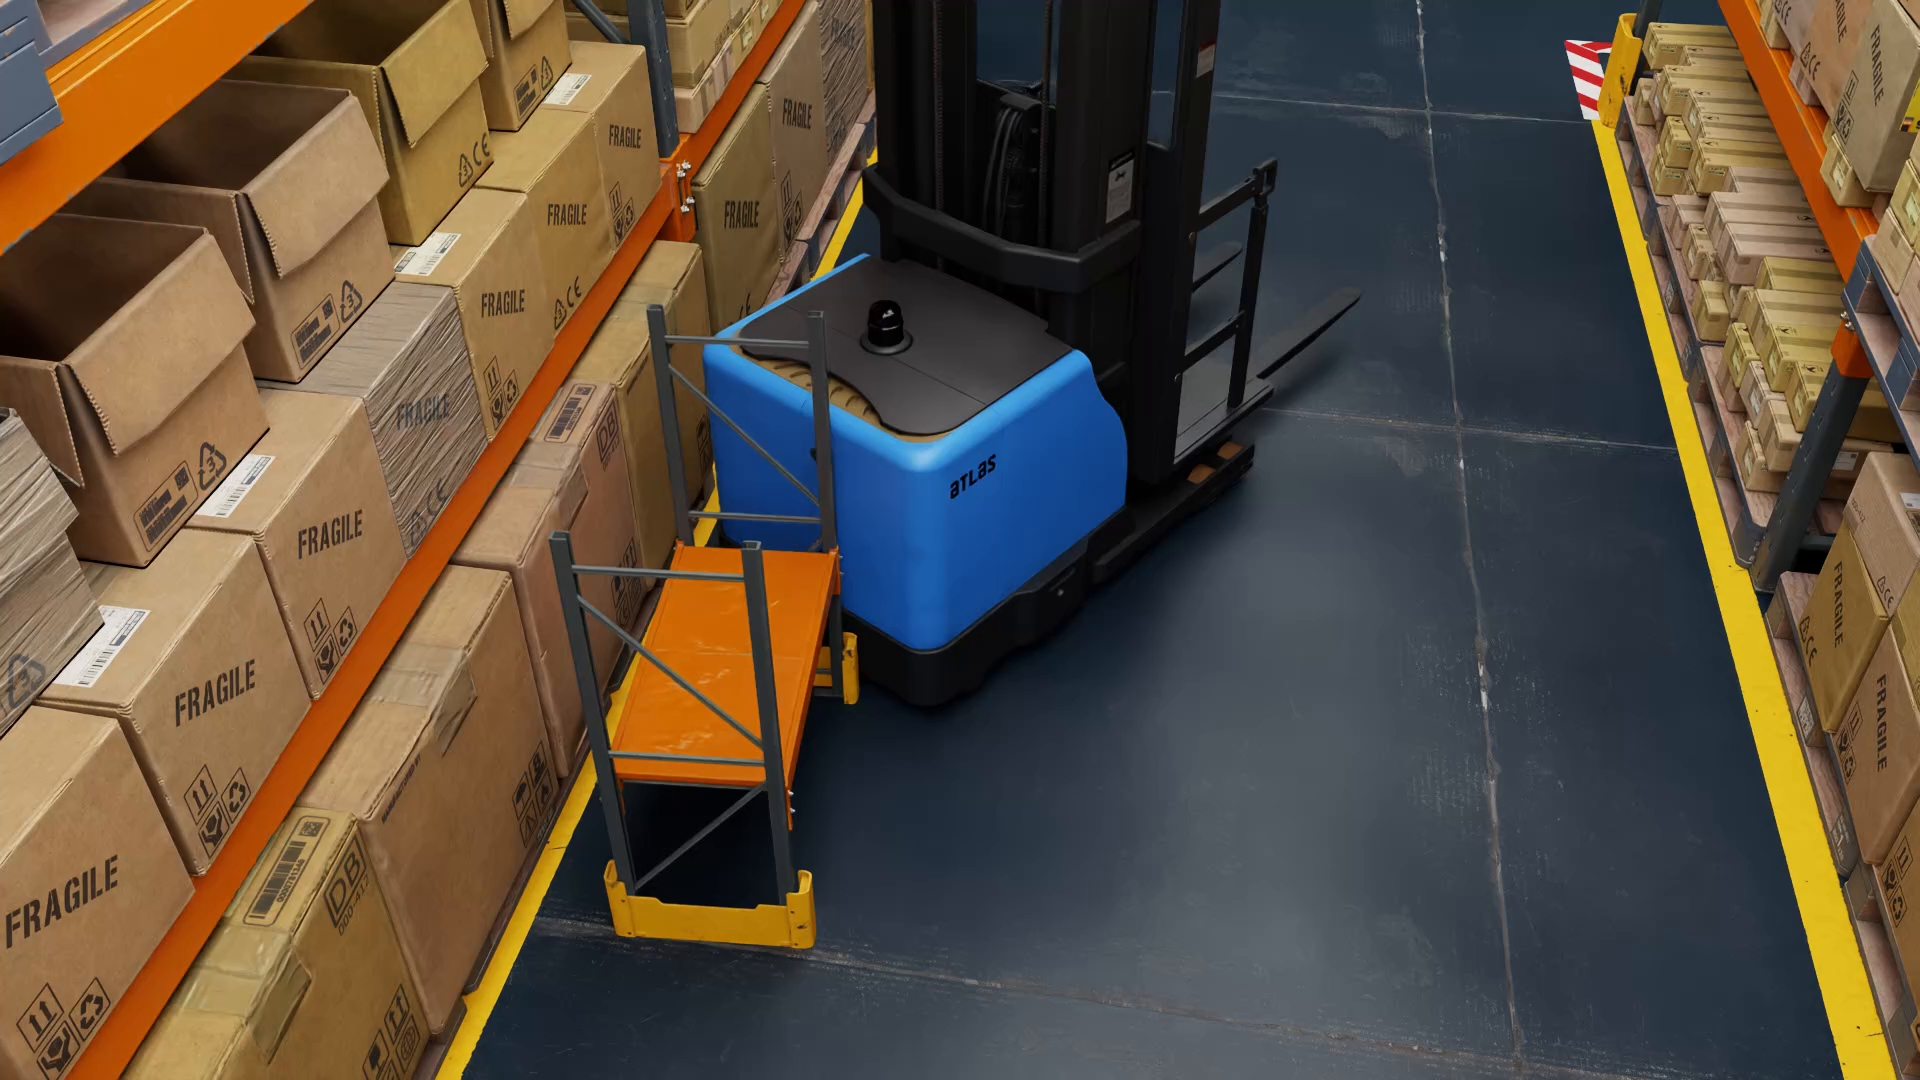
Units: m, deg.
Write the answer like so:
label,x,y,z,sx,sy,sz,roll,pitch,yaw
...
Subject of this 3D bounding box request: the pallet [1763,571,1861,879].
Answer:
label,x,y,z,sx,sy,sz,roll,pitch,yaw
pallet,3.244,0.616,5.339,1.003,0.211,1.213,6,40,8

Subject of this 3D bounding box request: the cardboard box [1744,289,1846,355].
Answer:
label,x,y,z,sx,sy,sz,roll,pitch,yaw
cardboard box,3.224,-0.813,6.321,0.380,0.149,0.250,6,40,7

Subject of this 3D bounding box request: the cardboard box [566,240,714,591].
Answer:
label,x,y,z,sx,sy,sz,roll,pitch,yaw
cardboard box,-1.581,-0.497,5.835,1.225,0.875,0.875,7,40,8

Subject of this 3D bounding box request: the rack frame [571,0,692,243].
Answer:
label,x,y,z,sx,sy,sz,roll,pitch,yaw
rack frame,-1.490,-1.558,5.780,1.000,3.000,0.127,6,40,8

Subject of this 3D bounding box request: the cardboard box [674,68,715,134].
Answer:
label,x,y,z,sx,sy,sz,roll,pitch,yaw
cardboard box,-1.111,-1.610,6.040,0.380,0.149,0.250,6,40,8

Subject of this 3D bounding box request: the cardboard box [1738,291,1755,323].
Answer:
label,x,y,z,sx,sy,sz,roll,pitch,yaw
cardboard box,3.322,-0.846,6.593,0.380,0.149,0.250,7,40,8

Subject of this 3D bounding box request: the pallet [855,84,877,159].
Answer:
label,x,y,z,sx,sy,sz,roll,pitch,yaw
pallet,-0.859,-2.483,9.087,1.003,0.211,1.213,6,40,8

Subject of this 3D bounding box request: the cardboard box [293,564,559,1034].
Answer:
label,x,y,z,sx,sy,sz,roll,pitch,yaw
cardboard box,-1.881,0.620,4.484,1.225,0.875,0.875,7,40,8

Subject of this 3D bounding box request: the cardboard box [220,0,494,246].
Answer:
label,x,y,z,sx,sy,sz,roll,pitch,yaw
cardboard box,-1.723,-1.152,4.423,0.797,0.503,0.637,7,40,8

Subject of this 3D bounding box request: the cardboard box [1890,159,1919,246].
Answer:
label,x,y,z,sx,sy,sz,roll,pitch,yaw
cardboard box,2.856,-0.930,4.656,0.380,0.149,0.250,7,40,8

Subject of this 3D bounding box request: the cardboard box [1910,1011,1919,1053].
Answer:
label,x,y,z,sx,sy,sz,roll,pitch,yaw
cardboard box,2.711,1.264,4.000,0.500,0.500,0.500,5,40,6

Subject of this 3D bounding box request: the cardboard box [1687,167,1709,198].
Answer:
label,x,y,z,sx,sy,sz,roll,pitch,yaw
cardboard box,3.564,-1.680,7.602,0.380,0.149,0.250,5,40,6

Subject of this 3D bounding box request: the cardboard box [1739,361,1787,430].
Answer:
label,x,y,z,sx,sy,sz,roll,pitch,yaw
cardboard box,3.153,-0.529,6.210,0.380,0.149,0.250,5,40,6

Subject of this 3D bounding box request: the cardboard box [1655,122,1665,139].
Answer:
label,x,y,z,sx,sy,sz,roll,pitch,yaw
cardboard box,3.699,-2.054,8.288,0.380,0.149,0.250,6,40,7

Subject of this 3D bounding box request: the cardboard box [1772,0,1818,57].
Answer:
label,x,y,z,sx,sy,sz,roll,pitch,yaw
cardboard box,3.361,-2.073,6.091,0.500,0.500,0.500,6,40,7

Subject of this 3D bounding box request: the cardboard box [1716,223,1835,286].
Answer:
label,x,y,z,sx,sy,sz,roll,pitch,yaw
cardboard box,3.301,-1.148,6.725,0.380,0.149,0.250,5,40,6

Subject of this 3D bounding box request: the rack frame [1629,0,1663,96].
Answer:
label,x,y,z,sx,sy,sz,roll,pitch,yaw
rack frame,4.070,-3.458,8.078,1.000,3.000,0.127,6,40,8

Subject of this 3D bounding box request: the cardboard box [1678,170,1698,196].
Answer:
label,x,y,z,sx,sy,sz,roll,pitch,yaw
cardboard box,3.560,-1.578,7.713,0.380,0.149,0.250,6,40,8

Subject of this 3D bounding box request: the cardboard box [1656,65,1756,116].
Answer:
label,x,y,z,sx,sy,sz,roll,pitch,yaw
cardboard box,3.545,-2.128,7.911,0.380,0.149,0.250,6,40,8

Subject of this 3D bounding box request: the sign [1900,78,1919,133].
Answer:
label,x,y,z,sx,sy,sz,roll,pitch,yaw
sign,2.842,-1.336,4.832,0.100,0.325,0.005,6,40,8

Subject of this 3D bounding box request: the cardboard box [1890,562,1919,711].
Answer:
label,x,y,z,sx,sy,sz,roll,pitch,yaw
cardboard box,2.900,0.334,4.535,0.500,0.250,0.500,7,40,9

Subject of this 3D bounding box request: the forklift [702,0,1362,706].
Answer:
label,x,y,z,sx,sy,sz,roll,pitch,yaw
forklift,0.498,-1.446,5.699,1.130,2.935,3.031,29,48,30

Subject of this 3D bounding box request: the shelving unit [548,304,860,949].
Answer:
label,x,y,z,sx,sy,sz,roll,pitch,yaw
shelving unit,-0.674,0.250,4.771,0.587,1.500,1.083,3,40,4

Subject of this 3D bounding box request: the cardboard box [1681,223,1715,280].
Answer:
label,x,y,z,sx,sy,sz,roll,pitch,yaw
cardboard box,3.409,-1.255,7.322,0.380,0.149,0.250,6,40,8

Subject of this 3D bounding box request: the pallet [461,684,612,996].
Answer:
label,x,y,z,sx,sy,sz,roll,pitch,yaw
pallet,-1.758,0.778,5.144,1.003,0.211,1.213,6,40,8

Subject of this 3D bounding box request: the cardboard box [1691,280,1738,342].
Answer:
label,x,y,z,sx,sy,sz,roll,pitch,yaw
cardboard box,3.289,-0.944,6.945,0.380,0.149,0.250,6,40,8

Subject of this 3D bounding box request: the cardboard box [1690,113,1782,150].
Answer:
label,x,y,z,sx,sy,sz,roll,pitch,yaw
cardboard box,3.527,-1.791,7.503,0.380,0.149,0.250,8,40,9

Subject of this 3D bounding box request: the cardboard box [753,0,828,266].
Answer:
label,x,y,z,sx,sy,sz,roll,pitch,yaw
cardboard box,-1.141,-1.871,7.497,0.875,0.875,0.875,6,40,8

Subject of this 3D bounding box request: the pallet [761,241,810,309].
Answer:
label,x,y,z,sx,sy,sz,roll,pitch,yaw
pallet,-1.282,-0.952,7.235,1.003,0.211,1.213,6,40,8

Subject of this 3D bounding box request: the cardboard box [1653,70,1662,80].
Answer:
label,x,y,z,sx,sy,sz,roll,pitch,yaw
cardboard box,3.726,-2.335,8.394,0.380,0.149,0.250,8,40,10

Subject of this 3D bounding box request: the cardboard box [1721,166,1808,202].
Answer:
label,x,y,z,sx,sy,sz,roll,pitch,yaw
cardboard box,3.487,-1.462,7.105,0.380,0.149,0.250,6,40,8

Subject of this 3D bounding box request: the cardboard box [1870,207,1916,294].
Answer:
label,x,y,z,sx,sy,sz,roll,pitch,yaw
cardboard box,2.856,-0.816,4.750,0.380,0.149,0.250,5,40,6

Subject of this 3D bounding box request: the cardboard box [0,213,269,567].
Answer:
label,x,y,z,sx,sy,sz,roll,pitch,yaw
cardboard box,-1.924,-0.338,3.439,0.797,0.503,0.637,7,40,9

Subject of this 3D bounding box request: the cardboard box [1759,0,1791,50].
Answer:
label,x,y,z,sx,sy,sz,roll,pitch,yaw
cardboard box,3.396,-2.045,6.566,0.380,0.149,0.250,7,40,9

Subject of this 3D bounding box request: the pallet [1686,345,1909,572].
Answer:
label,x,y,z,sx,sy,sz,roll,pitch,yaw
pallet,3.459,-0.298,6.445,1.003,0.211,1.213,6,40,8

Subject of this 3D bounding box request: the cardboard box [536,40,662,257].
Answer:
label,x,y,z,sx,sy,sz,roll,pitch,yaw
cardboard box,-1.302,-1.273,5.357,0.500,0.500,0.500,7,40,8

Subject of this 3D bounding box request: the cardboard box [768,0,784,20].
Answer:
label,x,y,z,sx,sy,sz,roll,pitch,yaw
cardboard box,-0.933,-2.266,6.834,0.380,0.149,0.250,6,40,7

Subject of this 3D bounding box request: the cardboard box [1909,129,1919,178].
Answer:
label,x,y,z,sx,sy,sz,roll,pitch,yaw
cardboard box,2.856,-1.045,4.561,0.380,0.149,0.250,8,40,10

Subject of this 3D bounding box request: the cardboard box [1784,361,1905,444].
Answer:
label,x,y,z,sx,sy,sz,roll,pitch,yaw
cardboard box,3.183,-0.492,5.932,0.380,0.149,0.250,7,40,9

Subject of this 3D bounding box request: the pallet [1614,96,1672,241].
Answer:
label,x,y,z,sx,sy,sz,roll,pitch,yaw
pallet,3.881,-1.829,8.297,1.003,0.211,1.213,6,40,8

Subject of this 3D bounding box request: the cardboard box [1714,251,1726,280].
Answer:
label,x,y,z,sx,sy,sz,roll,pitch,yaw
cardboard box,3.413,-1.174,6.990,0.380,0.149,0.250,5,40,6

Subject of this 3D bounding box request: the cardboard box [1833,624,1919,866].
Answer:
label,x,y,z,sx,sy,sz,roll,pitch,yaw
cardboard box,2.898,0.621,4.777,0.500,0.500,0.500,8,40,10

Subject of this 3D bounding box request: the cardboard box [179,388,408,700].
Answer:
label,x,y,z,sx,sy,sz,roll,pitch,yaw
cardboard box,-1.658,-0.007,3.826,0.500,0.500,0.500,6,40,7

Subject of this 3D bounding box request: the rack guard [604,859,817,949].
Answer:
label,x,y,z,sx,sy,sz,roll,pitch,yaw
rack guard,-0.714,1.048,4.787,0.587,0.250,0.087,3,40,4

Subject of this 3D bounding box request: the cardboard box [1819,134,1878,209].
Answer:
label,x,y,z,sx,sy,sz,roll,pitch,yaw
cardboard box,3.134,-1.229,5.580,0.380,0.149,0.250,5,40,6

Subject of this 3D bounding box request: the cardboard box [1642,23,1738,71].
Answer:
label,x,y,z,sx,sy,sz,roll,pitch,yaw
cardboard box,3.644,-2.459,8.311,0.380,0.149,0.250,5,40,6

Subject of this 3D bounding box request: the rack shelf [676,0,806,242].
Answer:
label,x,y,z,sx,sy,sz,roll,pitch,yaw
rack shelf,-1.144,-2.536,7.527,1.077,0.370,4.000,6,40,8

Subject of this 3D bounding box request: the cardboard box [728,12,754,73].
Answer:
label,x,y,z,sx,sy,sz,roll,pitch,yaw
cardboard box,-1.021,-1.940,6.440,0.380,0.149,0.250,8,40,9

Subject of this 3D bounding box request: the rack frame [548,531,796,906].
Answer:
label,x,y,z,sx,sy,sz,roll,pitch,yaw
rack frame,-0.716,0.578,4.373,0.500,1.500,0.032,3,40,4

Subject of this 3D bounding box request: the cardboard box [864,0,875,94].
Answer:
label,x,y,z,sx,sy,sz,roll,pitch,yaw
cardboard box,-0.830,-3.000,8.863,0.875,0.875,0.875,6,40,8

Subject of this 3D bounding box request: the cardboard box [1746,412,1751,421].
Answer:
label,x,y,z,sx,sy,sz,roll,pitch,yaw
cardboard box,3.237,-0.448,6.346,0.380,0.149,0.250,7,40,9

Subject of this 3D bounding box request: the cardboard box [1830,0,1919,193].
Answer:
label,x,y,z,sx,sy,sz,roll,pitch,yaw
cardboard box,3.183,-1.435,5.320,0.500,0.500,0.500,6,40,8

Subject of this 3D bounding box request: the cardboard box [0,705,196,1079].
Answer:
label,x,y,z,sx,sy,sz,roll,pitch,yaw
cardboard box,-1.830,0.639,3.044,0.500,0.500,0.500,8,40,9

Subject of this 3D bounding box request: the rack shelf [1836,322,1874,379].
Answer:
label,x,y,z,sx,sy,sz,roll,pitch,yaw
rack shelf,3.031,0.585,3.753,1.077,0.370,4.000,6,40,8

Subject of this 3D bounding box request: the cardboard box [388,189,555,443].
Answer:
label,x,y,z,sx,sy,sz,roll,pitch,yaw
cardboard box,-1.478,-0.634,4.584,0.500,0.500,0.500,6,40,7

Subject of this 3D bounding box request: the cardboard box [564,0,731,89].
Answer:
label,x,y,z,sx,sy,sz,roll,pitch,yaw
cardboard box,-1.151,-1.880,6.055,0.500,0.250,0.500,6,40,7

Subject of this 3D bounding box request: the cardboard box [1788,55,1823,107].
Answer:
label,x,y,z,sx,sy,sz,roll,pitch,yaw
cardboard box,3.325,-1.723,6.177,0.380,0.149,0.250,5,40,6
